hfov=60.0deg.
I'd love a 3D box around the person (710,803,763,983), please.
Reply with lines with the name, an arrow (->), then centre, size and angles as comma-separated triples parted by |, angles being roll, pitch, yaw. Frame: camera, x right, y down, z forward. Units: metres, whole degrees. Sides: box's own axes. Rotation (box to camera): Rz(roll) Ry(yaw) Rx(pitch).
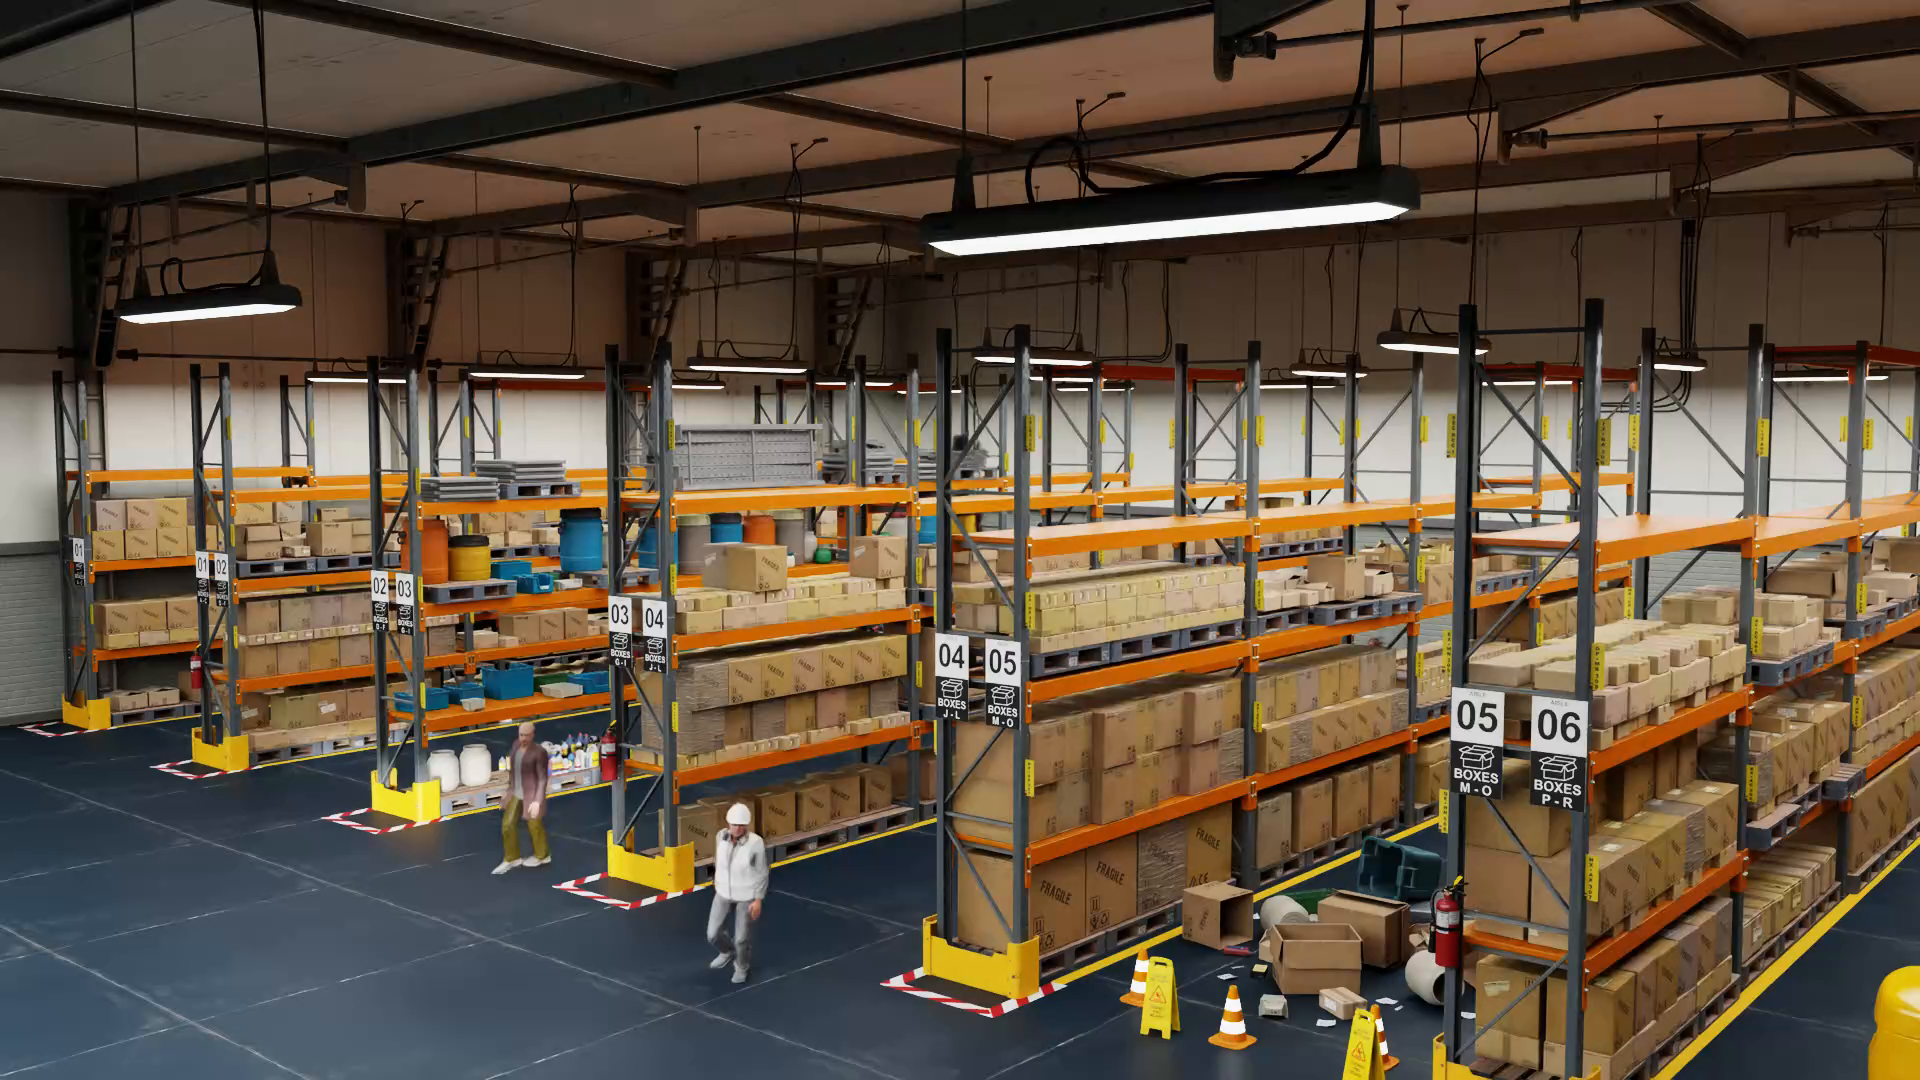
person -> -2.035, 3.212, 15.143 | 0.645, 1.716, 0.623 | 1, 4, 16

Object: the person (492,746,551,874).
person -> -4.926, 3.043, 19.050 | 0.670, 1.554, 0.617 | 2, 5, 25
